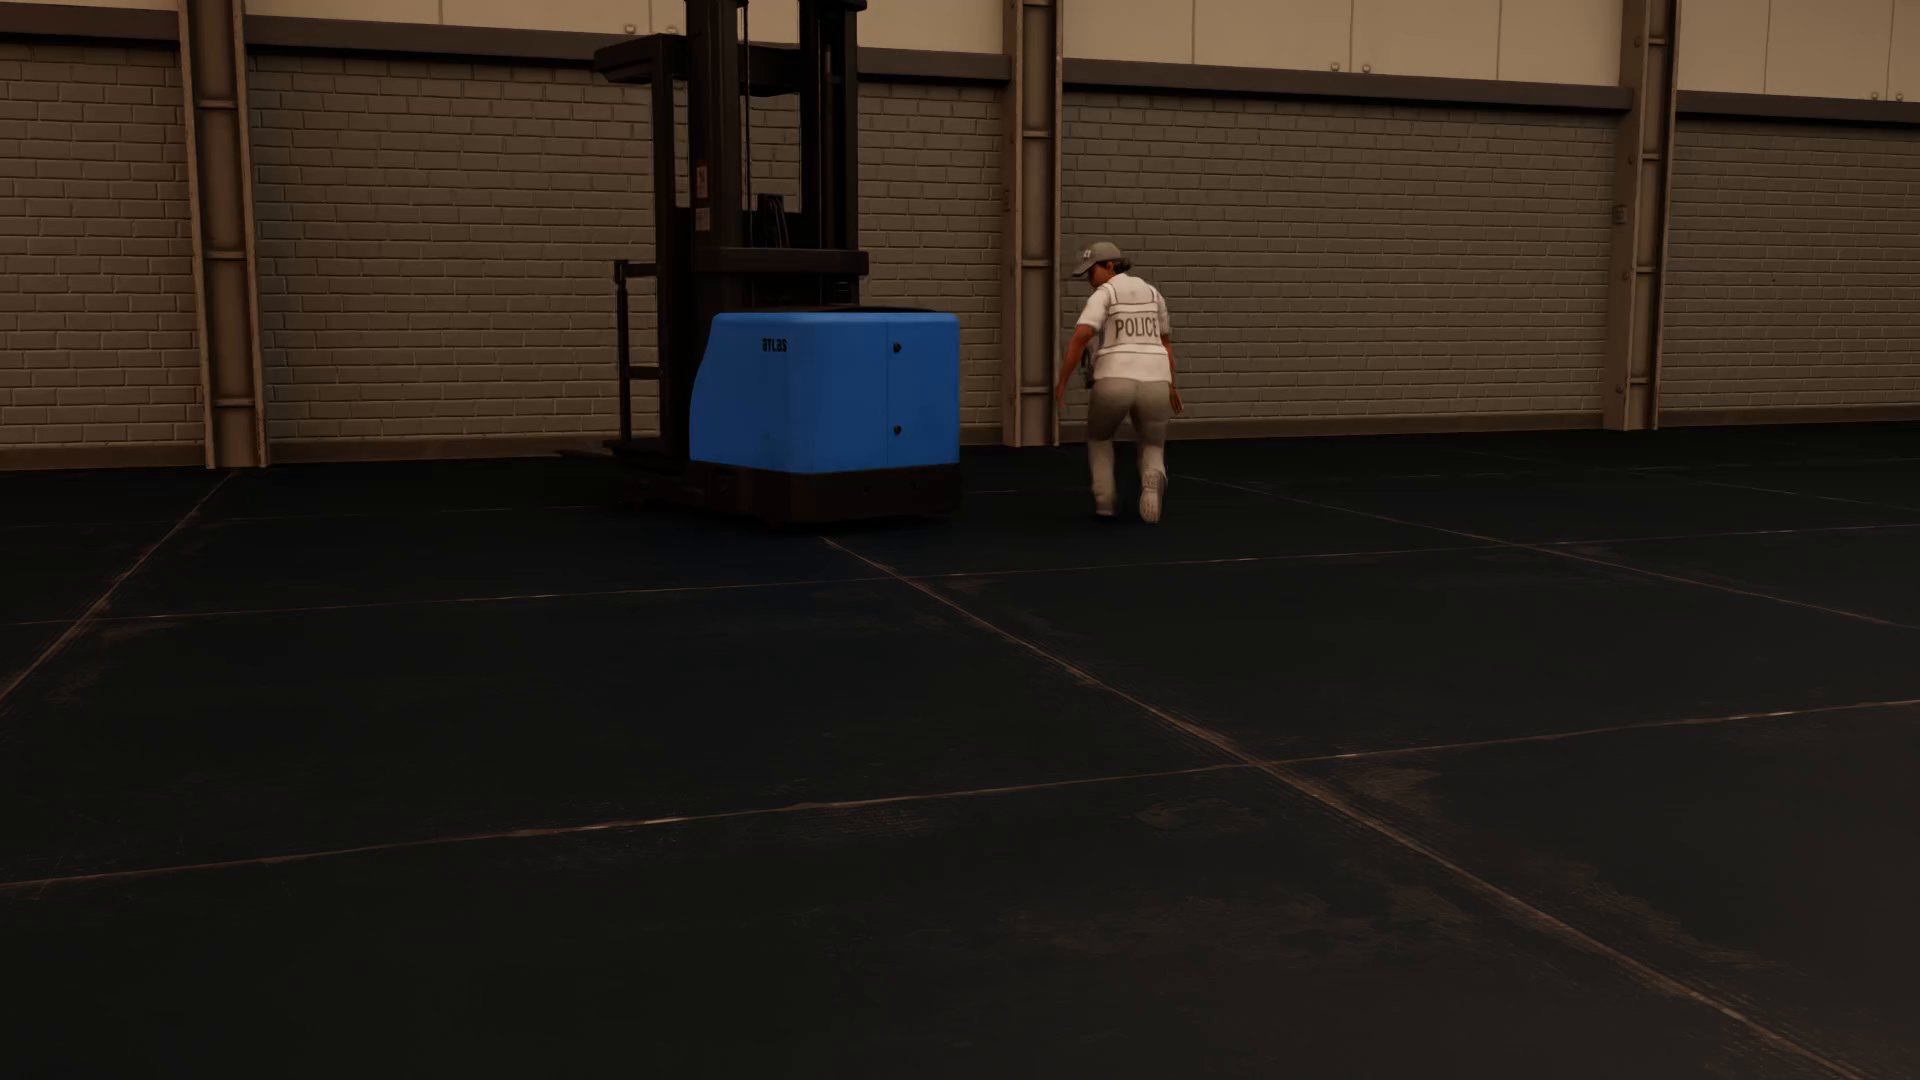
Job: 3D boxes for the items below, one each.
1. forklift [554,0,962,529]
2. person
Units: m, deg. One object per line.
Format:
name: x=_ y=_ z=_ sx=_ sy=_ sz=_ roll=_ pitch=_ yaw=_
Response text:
forklift: x=-1.310 y=-1.656 z=9.227 sx=1.130 sy=2.935 sz=3.031 roll=-6 pitch=10 yaw=-39
person: x=0.872 y=-0.821 z=8.678 sx=0.757 sy=1.459 sz=0.621 roll=-2 pitch=8 yaw=-14
